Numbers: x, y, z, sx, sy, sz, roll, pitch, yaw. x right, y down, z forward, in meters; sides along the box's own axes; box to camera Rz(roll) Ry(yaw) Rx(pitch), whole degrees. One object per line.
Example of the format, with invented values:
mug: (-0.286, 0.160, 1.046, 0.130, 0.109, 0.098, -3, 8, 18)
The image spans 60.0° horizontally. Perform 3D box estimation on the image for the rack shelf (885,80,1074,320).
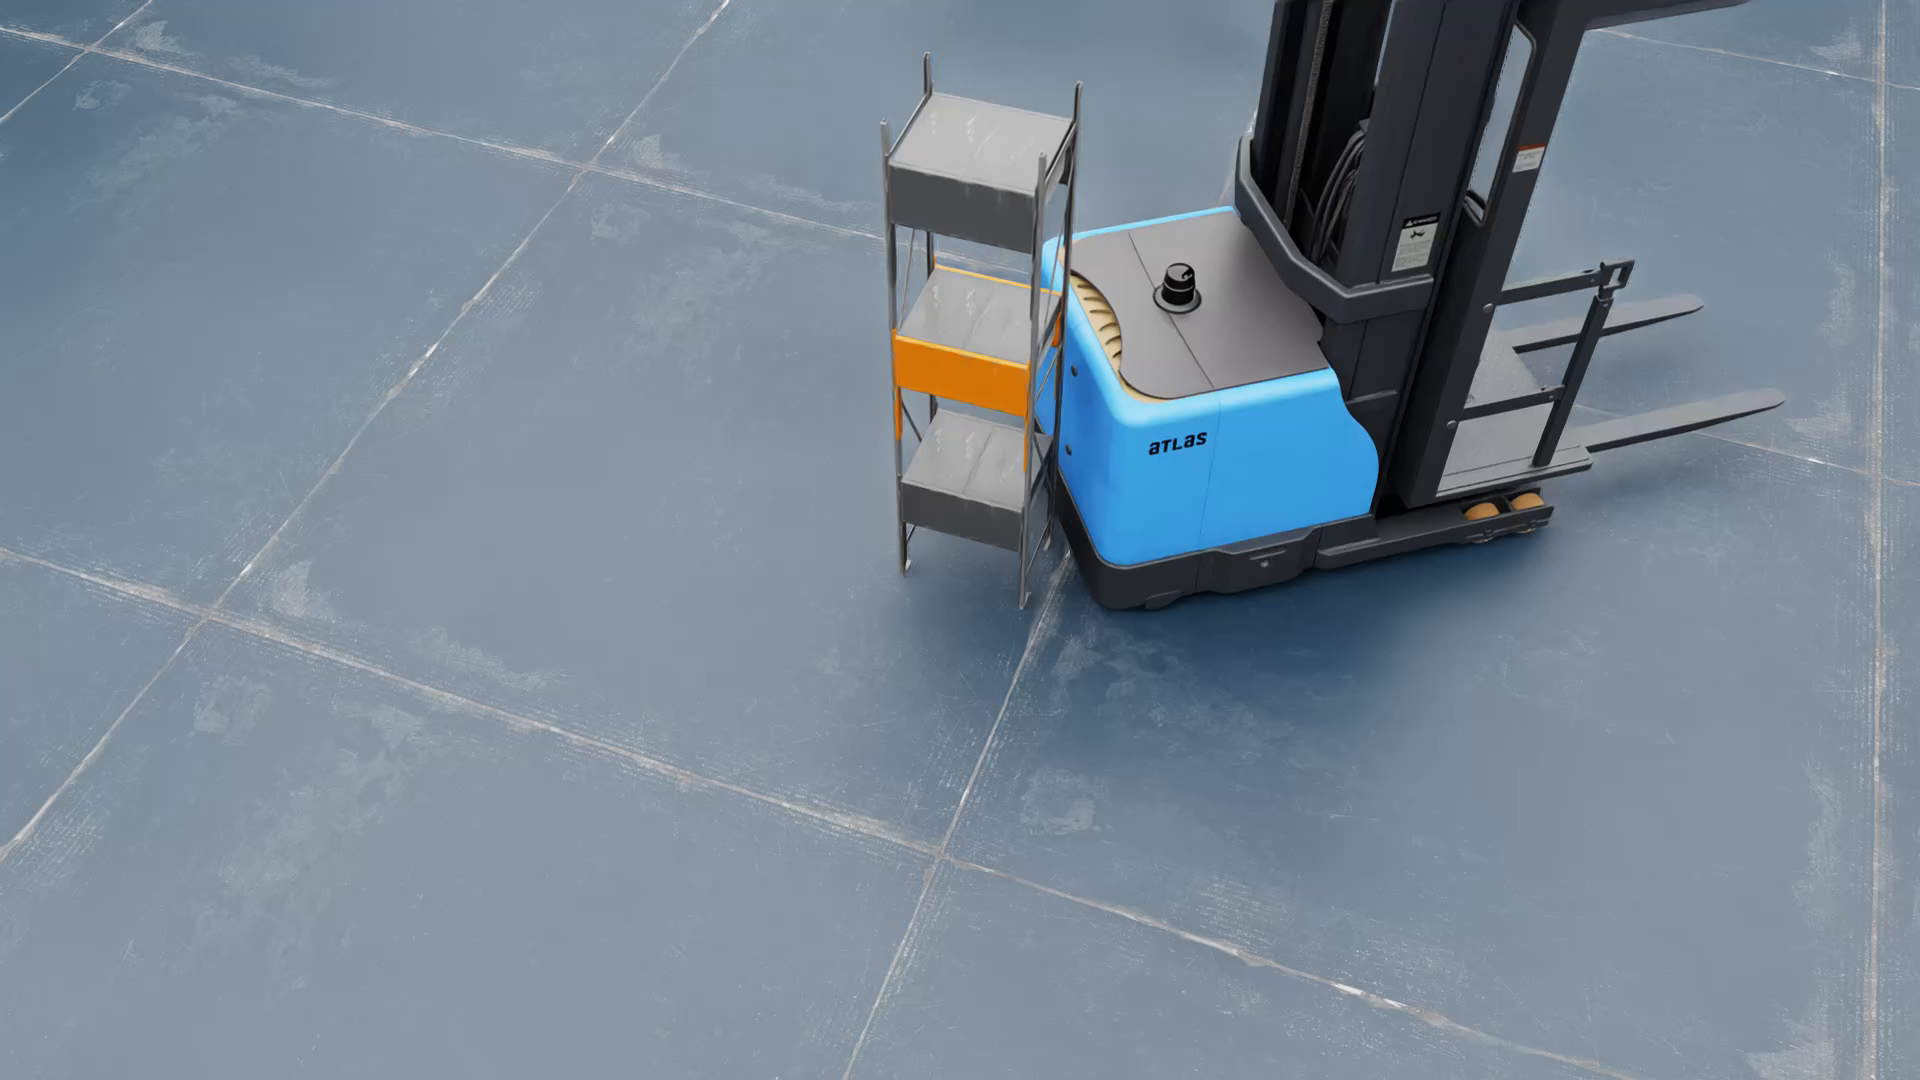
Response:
rack shelf: (0.069, -1.070, 5.246, 0.480, 0.518, 0.431, 15, 51, 12)

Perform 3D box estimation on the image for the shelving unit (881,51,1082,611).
shelving unit: (0.069, -0.621, 5.765, 0.503, 2.100, 0.431, 15, 51, 12)

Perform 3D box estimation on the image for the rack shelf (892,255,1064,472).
rack shelf: (0.069, -0.612, 5.775, 0.480, 0.518, 0.431, 15, 51, 12)

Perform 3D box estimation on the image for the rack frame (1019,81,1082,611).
rack frame: (0.299, -0.561, 5.713, 0.015, 2.100, 0.400, 15, 51, 12)

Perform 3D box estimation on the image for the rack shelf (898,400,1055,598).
rack shelf: (0.069, -0.153, 6.304, 0.480, 0.518, 0.431, 15, 51, 12)

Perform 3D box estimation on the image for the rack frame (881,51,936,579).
rack frame: (-0.162, -0.681, 5.817, 0.015, 2.100, 0.400, 15, 51, 12)

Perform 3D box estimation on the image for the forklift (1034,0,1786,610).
forklift: (1.844, -1.322, 5.823, 3.031, 2.935, 1.130, -12, 50, -10)
